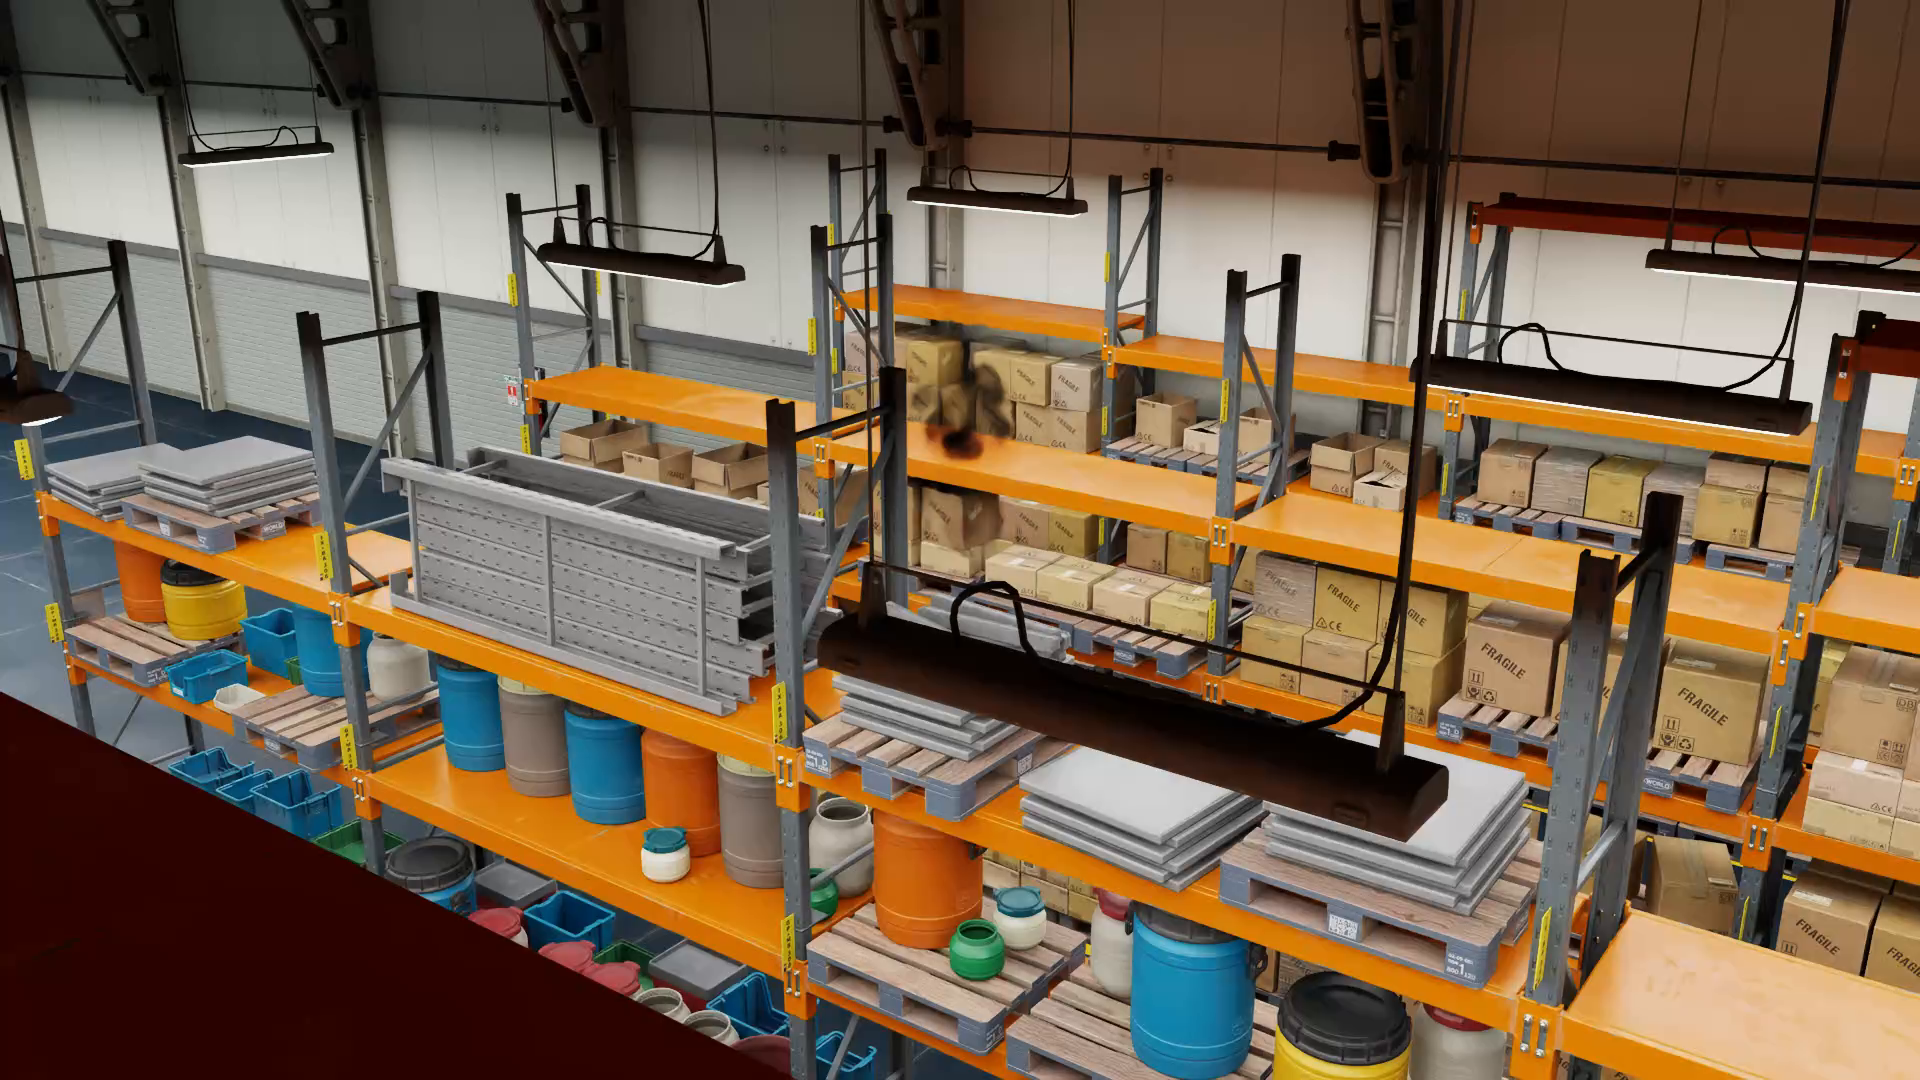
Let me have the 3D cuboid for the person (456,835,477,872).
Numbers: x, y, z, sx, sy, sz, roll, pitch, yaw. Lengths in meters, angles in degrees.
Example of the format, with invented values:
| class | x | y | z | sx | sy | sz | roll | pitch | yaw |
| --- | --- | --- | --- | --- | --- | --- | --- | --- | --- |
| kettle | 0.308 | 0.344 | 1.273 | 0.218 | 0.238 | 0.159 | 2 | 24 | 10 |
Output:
| class | x | y | z | sx | sy | sz | roll | pitch | yaw |
| --- | --- | --- | --- | --- | --- | --- | --- | --- | --- |
| person | -4.332 | 2.532 | 14.914 | 0.781 | 1.670 | 0.635 | 13 | 22 | 33 |
